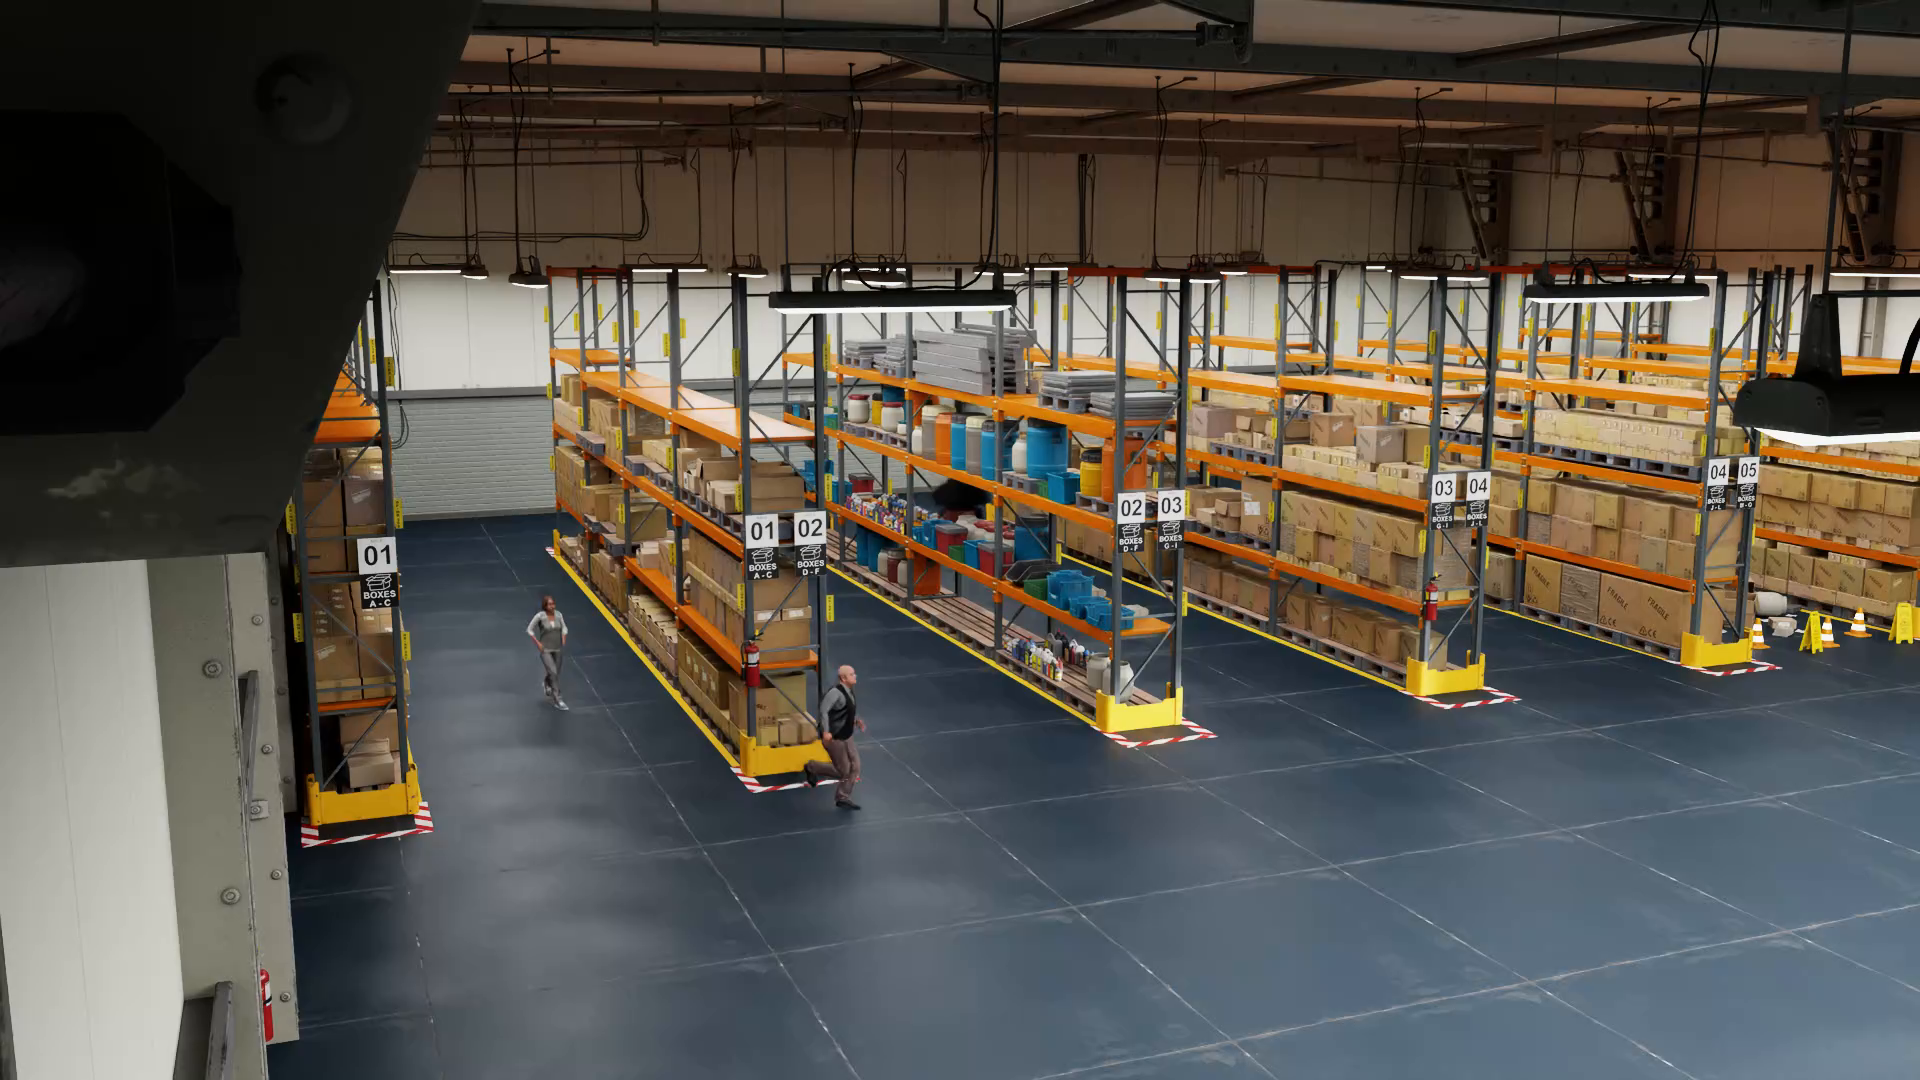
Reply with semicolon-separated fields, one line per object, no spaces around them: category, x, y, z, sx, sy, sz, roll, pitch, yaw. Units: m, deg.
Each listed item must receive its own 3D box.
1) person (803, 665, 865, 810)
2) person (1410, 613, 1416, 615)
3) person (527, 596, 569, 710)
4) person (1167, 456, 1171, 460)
person;-1.446;2.252;19.047;0.706;1.686;0.683;3;10;18
person;7.858;0.487;29.448;0.658;1.625;0.965;-4;11;-23
person;-5.738;1.544;23.207;0.547;1.584;0.780;-7;12;-36
person;4.529;-1.146;38.516;0.693;1.720;1.009;-7;12;-34
